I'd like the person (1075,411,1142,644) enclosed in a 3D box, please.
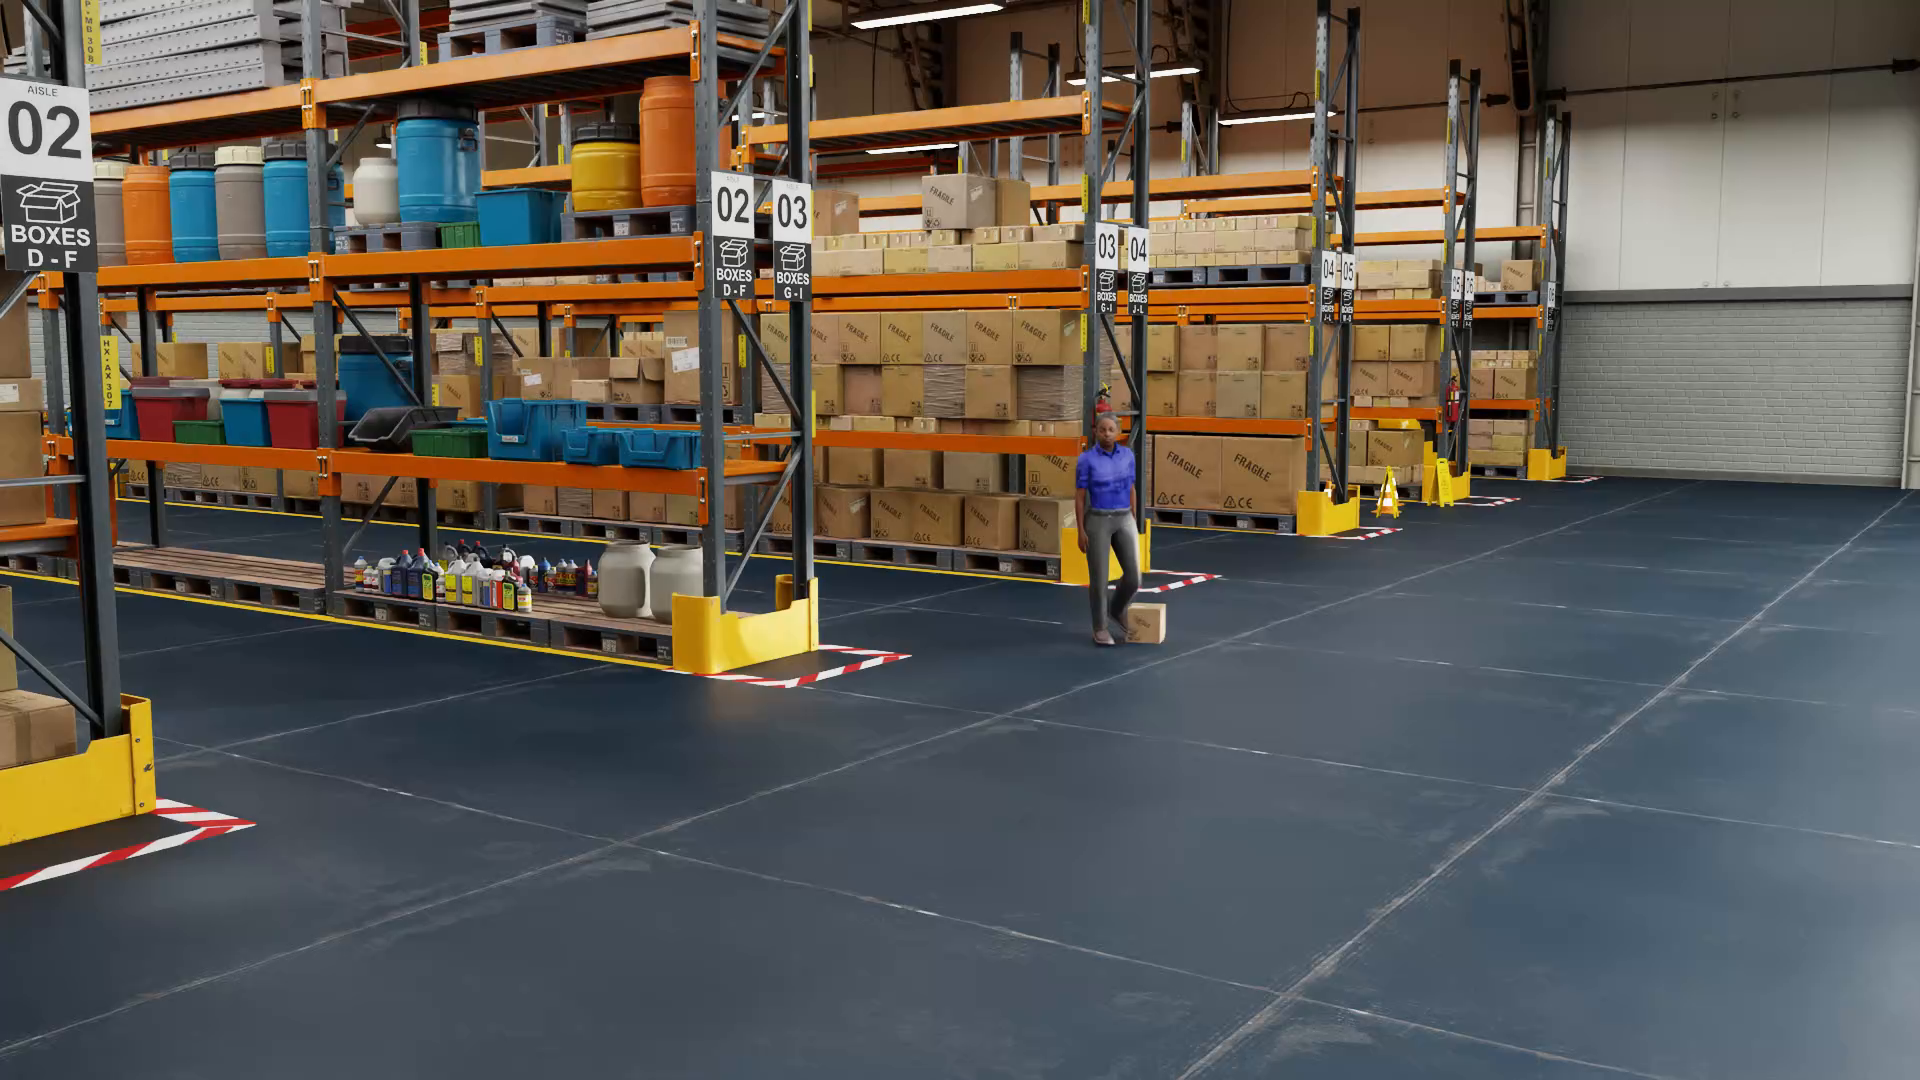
[{"bbox_3d":[1.043,-0.084,11.669,0.502,1.646,0.454,-1,7,-10],"label":"person"}]
